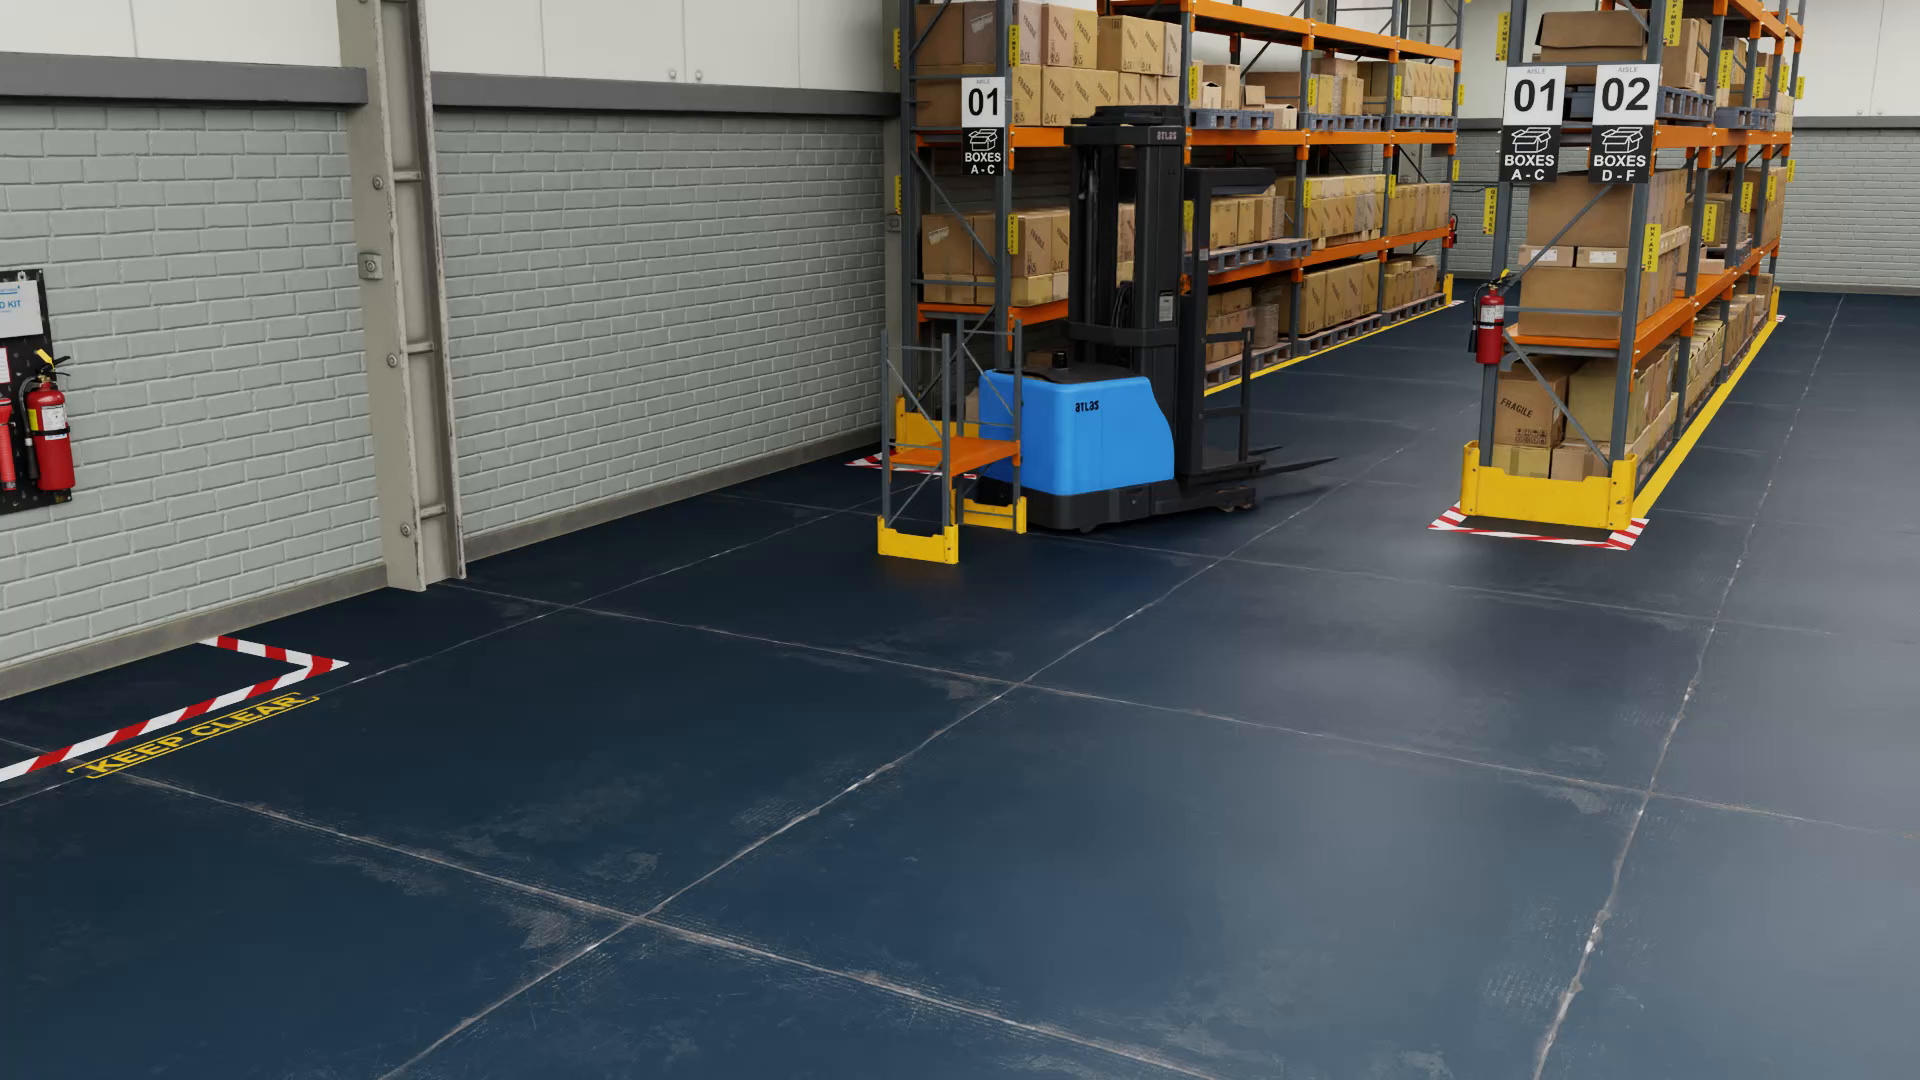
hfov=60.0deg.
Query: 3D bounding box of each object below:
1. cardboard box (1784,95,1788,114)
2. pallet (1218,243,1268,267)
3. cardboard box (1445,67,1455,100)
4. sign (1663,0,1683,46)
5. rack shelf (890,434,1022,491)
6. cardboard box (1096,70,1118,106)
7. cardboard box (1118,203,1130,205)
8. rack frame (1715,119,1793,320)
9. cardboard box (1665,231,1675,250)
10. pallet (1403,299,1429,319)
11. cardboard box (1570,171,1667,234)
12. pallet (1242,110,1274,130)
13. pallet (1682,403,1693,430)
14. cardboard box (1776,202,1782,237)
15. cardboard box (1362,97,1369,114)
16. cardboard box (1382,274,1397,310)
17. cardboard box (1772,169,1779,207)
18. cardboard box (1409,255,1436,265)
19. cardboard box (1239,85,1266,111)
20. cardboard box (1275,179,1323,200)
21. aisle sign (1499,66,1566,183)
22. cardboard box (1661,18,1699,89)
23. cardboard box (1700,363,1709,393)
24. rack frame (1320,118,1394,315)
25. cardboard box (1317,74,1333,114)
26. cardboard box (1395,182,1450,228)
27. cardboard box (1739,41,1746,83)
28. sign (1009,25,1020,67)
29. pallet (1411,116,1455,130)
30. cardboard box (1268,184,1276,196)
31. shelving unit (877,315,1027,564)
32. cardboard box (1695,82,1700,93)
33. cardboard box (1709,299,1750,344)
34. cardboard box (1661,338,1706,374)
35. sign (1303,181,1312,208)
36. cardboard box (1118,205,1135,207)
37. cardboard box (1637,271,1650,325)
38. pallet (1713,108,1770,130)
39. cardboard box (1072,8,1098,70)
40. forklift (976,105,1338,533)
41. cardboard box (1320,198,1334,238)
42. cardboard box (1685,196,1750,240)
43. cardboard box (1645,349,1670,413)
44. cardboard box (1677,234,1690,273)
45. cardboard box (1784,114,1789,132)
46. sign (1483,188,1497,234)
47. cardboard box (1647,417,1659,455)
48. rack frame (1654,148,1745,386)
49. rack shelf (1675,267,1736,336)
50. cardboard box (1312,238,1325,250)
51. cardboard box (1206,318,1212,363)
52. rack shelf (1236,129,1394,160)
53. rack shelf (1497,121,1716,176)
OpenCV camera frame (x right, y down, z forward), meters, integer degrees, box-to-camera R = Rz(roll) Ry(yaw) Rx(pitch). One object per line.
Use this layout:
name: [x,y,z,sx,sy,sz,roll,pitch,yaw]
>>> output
cardboard box: [11.287,-6.096,23.271,0.500,0.250,0.500,7,15,28]
pallet: [2.908,-3.325,19.334,1.003,0.211,1.213,7,15,28]
cardboard box: [7.582,-7.292,26.589,0.500,0.500,0.500,7,15,28]
sign: [4.783,-3.485,11.153,0.100,0.325,0.005,7,15,28]
rack shelf: [-0.045,-0.537,11.325,0.538,0.185,1.000,7,15,28]
cardboard box: [1.121,-4.070,15.359,0.500,0.500,0.500,8,16,31]
cardboard box: [1.486,-3.237,17.237,0.500,0.500,0.500,7,15,27]
rack frame: [12.035,-4.910,25.499,1.000,3.000,0.127,7,15,28]
cardboard box: [5.797,-2.523,14.002,0.380,0.149,0.250,7,15,28]
pallet: [6.788,-3.692,26.399,1.003,0.211,1.213,7,15,28]
cardboard box: [5.297,-2.726,13.461,0.700,0.500,0.500,7,15,28]
pallet: [2.786,-4.703,18.641,1.213,0.211,1.003,7,15,28]
pallet: [6.556,-1.248,16.259,1.003,0.211,1.213,7,15,28]
cardboard box: [11.809,-4.729,24.535,0.500,0.500,0.500,8,15,29]
cardboard box: [5.889,-6.455,24.717,0.500,0.250,0.500,8,15,29]
cardboard box: [6.214,-3.780,25.251,0.700,0.500,0.500,8,16,29]
cardboard box: [11.073,-4.900,23.111,0.500,0.500,0.500,7,15,26]
cardboard box: [7.543,-4.573,27.153,0.380,0.149,0.250,7,15,27]
cardboard box: [3.122,-5.092,19.590,0.797,0.503,0.637,10,17,36]
cardboard box: [4.289,-4.466,21.168,0.500,0.250,0.500,8,16,29]
aisle sign: [4.011,-2.911,11.660,0.394,0.787,0.004,7,15,28]
cardboard box: [5.342,-3.716,12.738,0.500,0.500,0.500,7,15,28]
cardboard box: [7.389,-1.685,17.095,0.500,0.250,0.500,8,16,29]
rack frame: [5.763,-4.650,24.419,1.000,3.000,0.127,7,15,28]
cardboard box: [4.503,-5.882,21.980,0.700,0.500,0.500,8,16,31]
cardboard box: [7.459,-5.510,27.349,0.980,0.700,0.700,8,16,31]
cardboard box: [8.877,-5.559,19.446,0.500,0.500,0.500,7,15,28]
sign: [0.437,-4.009,13.498,0.100,0.325,0.005,7,15,28]
pallet: [7.347,-6.732,26.846,1.003,0.211,1.213,7,15,28]
cardboard box: [3.689,-4.333,20.568,0.380,0.149,0.250,5,15,21]
shelving unit: [-0.040,-0.714,11.290,0.587,1.500,1.083,7,15,28]
cardboard box: [6.540,-4.163,15.423,0.500,0.250,0.500,9,16,34]
cardboard box: [9.625,-2.751,20.938,0.500,0.500,0.500,8,16,29]
cardboard box: [7.148,-1.853,16.593,0.500,0.311,0.500,7,15,26]
sign: [4.309,-4.294,20.642,0.100,0.325,0.005,7,15,28]
cardboard box: [1.702,-3.074,16.564,0.500,0.500,0.500,7,15,28]
cardboard box: [5.032,-1.980,13.131,0.700,0.500,0.500,7,15,28]
pallet: [7.918,-4.485,17.741,1.213,0.211,1.003,8,16,31]
cardboard box: [0.886,-4.445,14.783,0.500,0.500,0.500,8,16,30]
forklift: [1.613,-1.723,12.427,3.031,2.935,1.130,-10,17,-35]
cardboard box: [4.550,-4.209,21.701,0.500,0.500,0.500,8,16,30]
cardboard box: [9.301,-3.972,20.501,0.700,0.500,0.500,3,14,14]
cardboard box: [5.711,-1.356,14.127,0.500,0.500,0.500,7,15,28]
cardboard box: [6.874,-2.760,16.369,0.500,0.500,0.500,9,16,32]
cardboard box: [11.536,-5.954,23.751,0.500,0.250,0.500,7,15,28]
sign: [3.832,-2.369,11.986,0.100,0.325,0.005,7,15,28]
cardboard box: [5.481,-0.887,13.783,0.500,0.250,0.500,7,15,28]
rack frame: [8.168,-3.268,18.690,1.000,3.000,0.127,7,15,28]
rack shelf: [7.201,-2.508,17.073,1.077,0.370,4.000,7,15,28]
cardboard box: [4.523,-3.853,21.610,0.380,0.149,0.250,8,16,30]
cardboard box: [2.443,-2.271,18.950,0.700,0.500,0.500,7,15,27]
rack shelf: [4.796,-5.348,22.450,1.077,0.370,4.000,7,15,28]
rack shelf: [5.267,-3.146,13.317,1.077,0.370,4.000,7,15,28]
